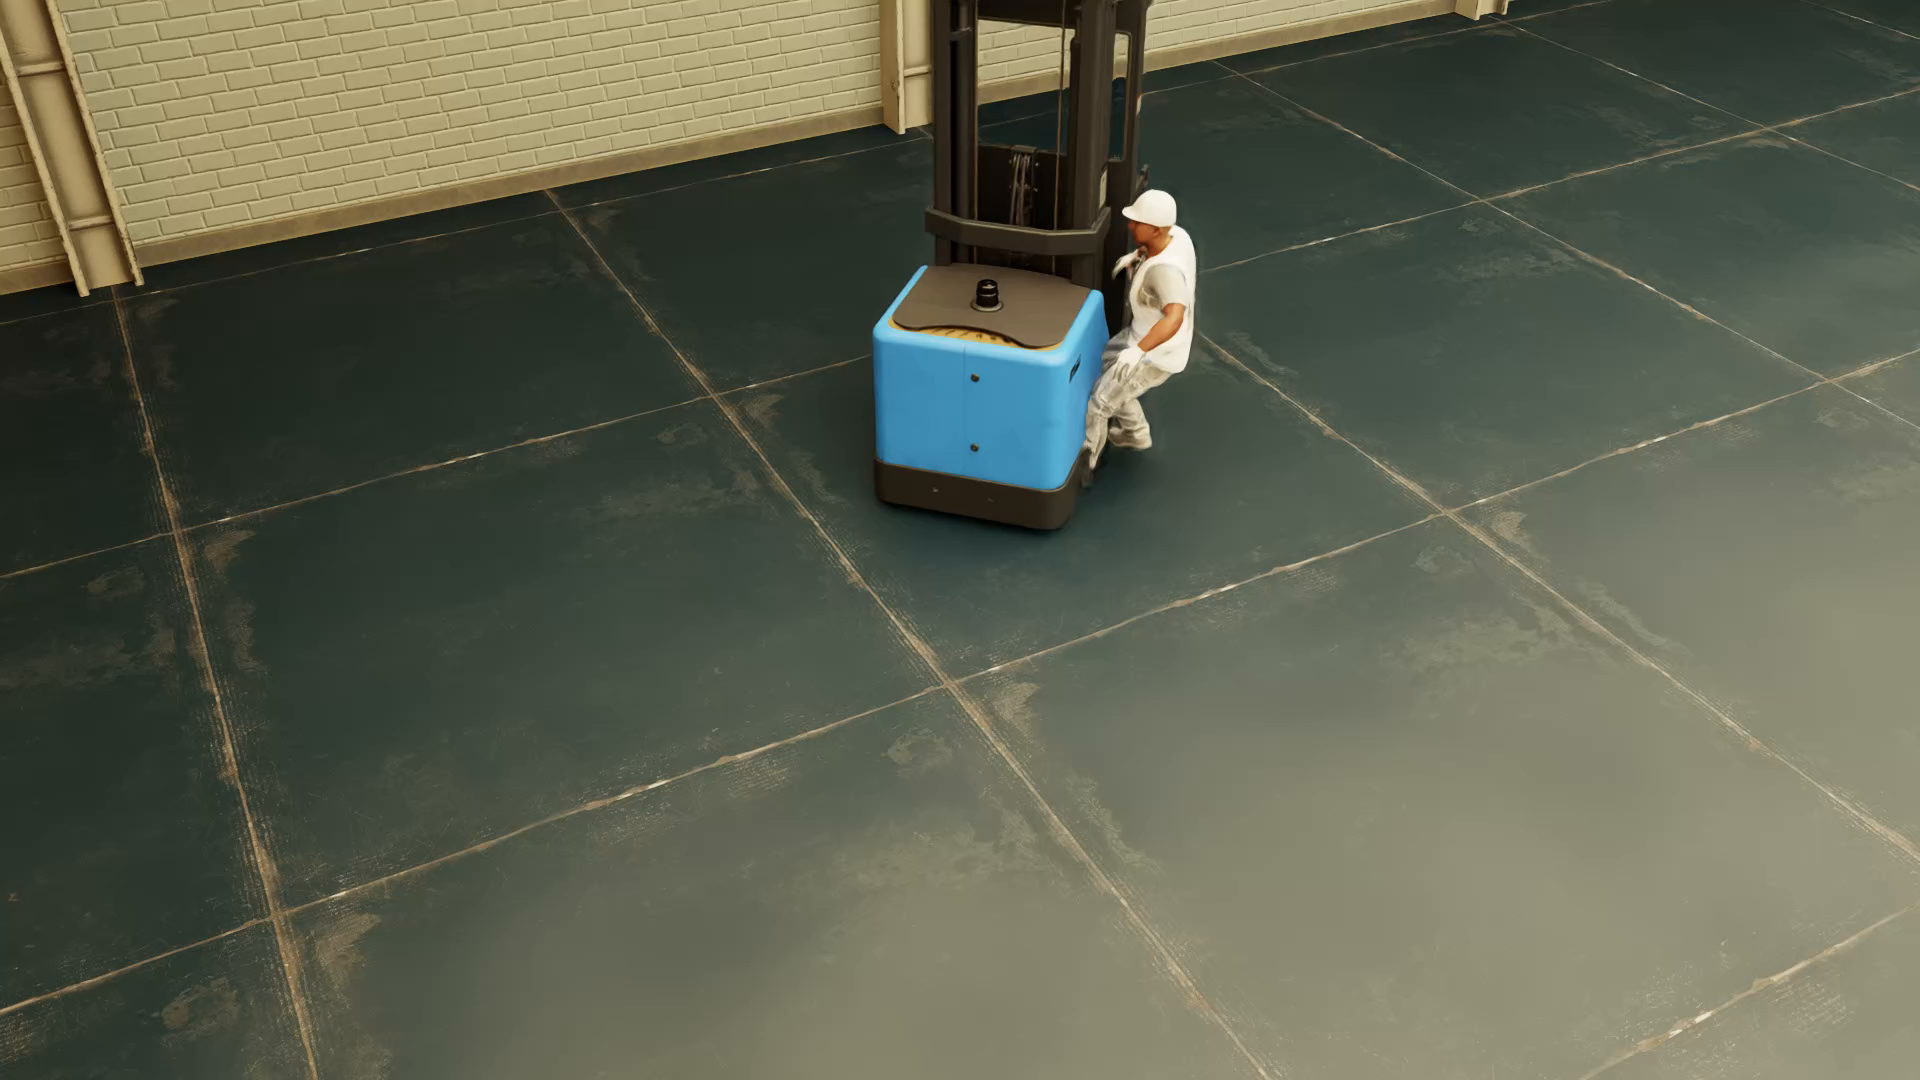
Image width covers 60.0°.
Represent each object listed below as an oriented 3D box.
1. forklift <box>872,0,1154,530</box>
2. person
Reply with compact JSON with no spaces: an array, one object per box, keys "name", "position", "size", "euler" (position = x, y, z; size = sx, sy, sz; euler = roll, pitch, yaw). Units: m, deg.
[{"name":"forklift","position":[0.476,-2.099,9.092],"size":[1.130,2.935,3.031],"euler":[10,37,14]},{"name":"person","position":[0.802,-1.046,8.708],"size":[0.807,1.666,1.082],"euler":[7,36,10]}]
